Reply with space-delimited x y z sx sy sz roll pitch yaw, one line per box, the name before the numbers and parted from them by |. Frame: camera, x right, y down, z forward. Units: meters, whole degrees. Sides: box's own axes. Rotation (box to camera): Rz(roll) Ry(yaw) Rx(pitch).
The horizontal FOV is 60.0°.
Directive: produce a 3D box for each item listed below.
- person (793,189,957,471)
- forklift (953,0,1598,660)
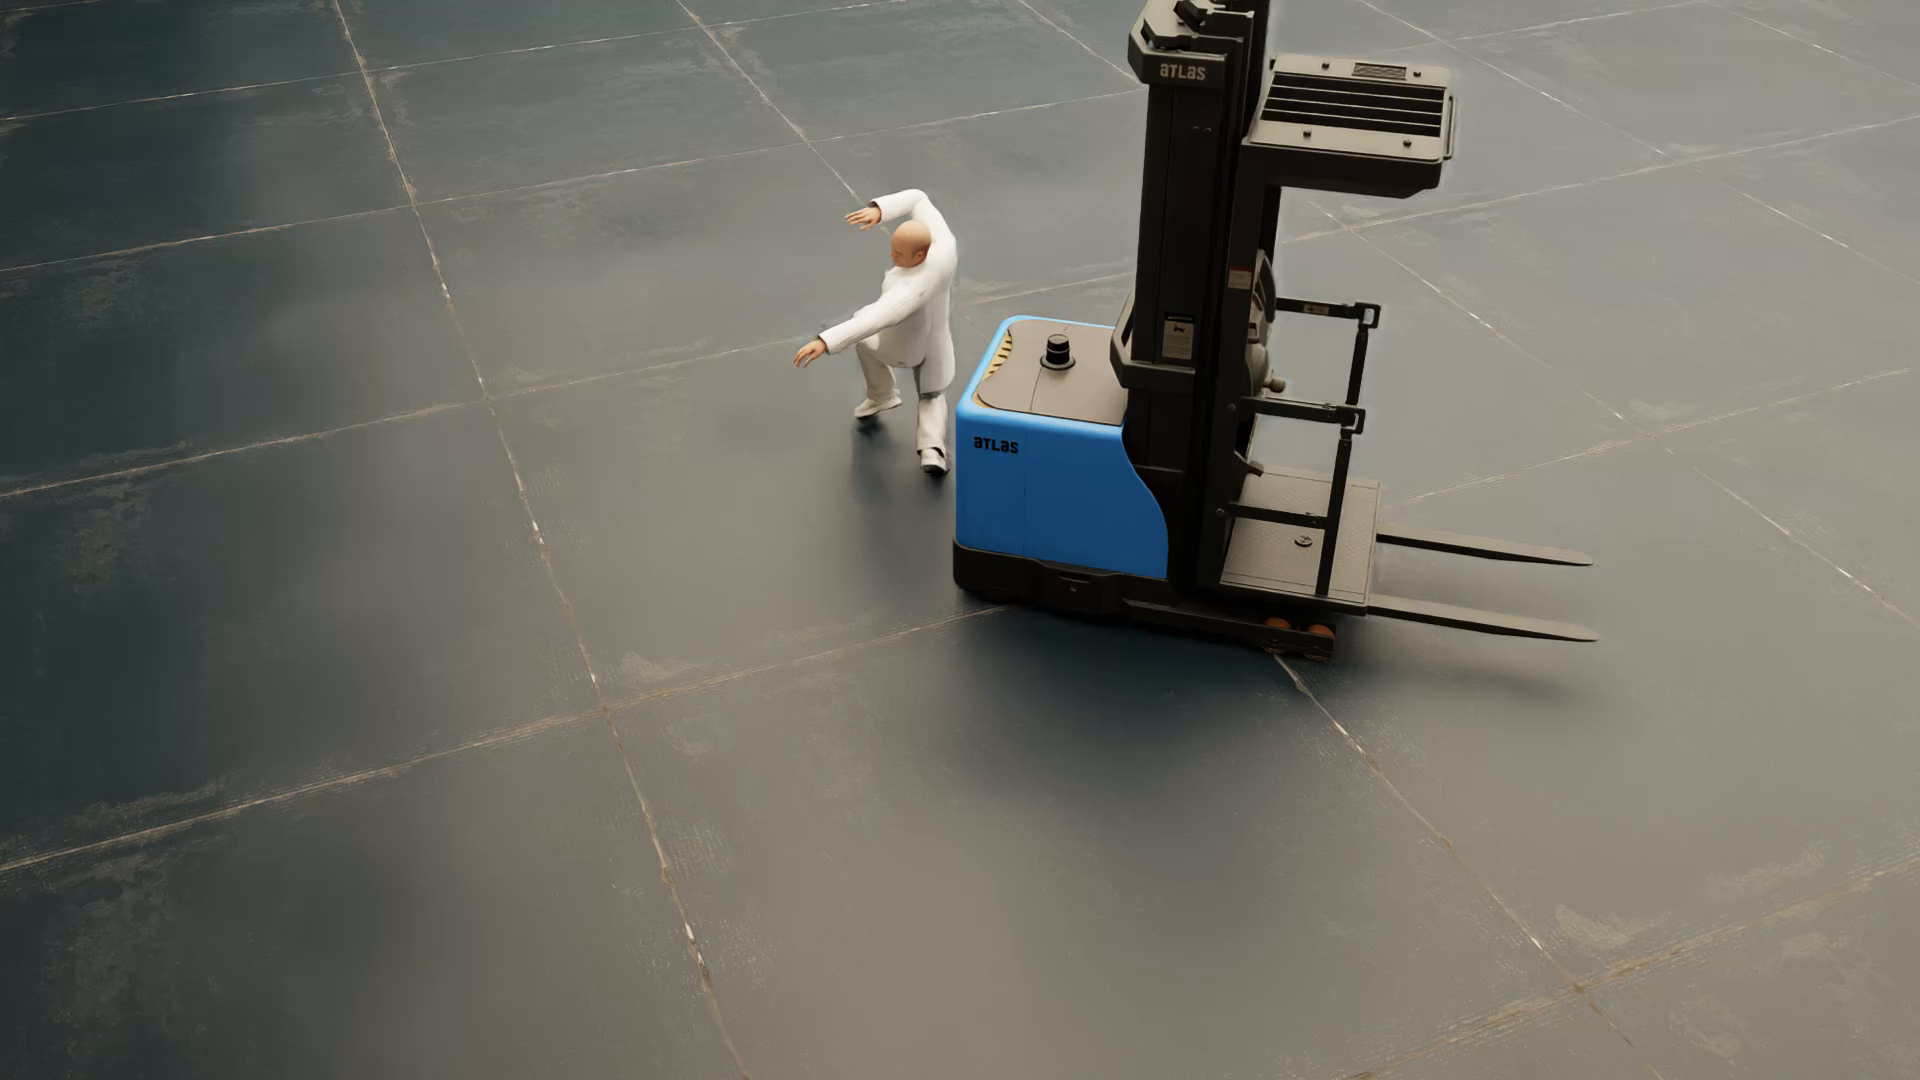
person | -0.515 -1.057 8.848 1.113 1.497 0.967 -18 39 -24
forklift | 1.541 -0.972 7.465 3.031 2.935 1.130 9 36 12
